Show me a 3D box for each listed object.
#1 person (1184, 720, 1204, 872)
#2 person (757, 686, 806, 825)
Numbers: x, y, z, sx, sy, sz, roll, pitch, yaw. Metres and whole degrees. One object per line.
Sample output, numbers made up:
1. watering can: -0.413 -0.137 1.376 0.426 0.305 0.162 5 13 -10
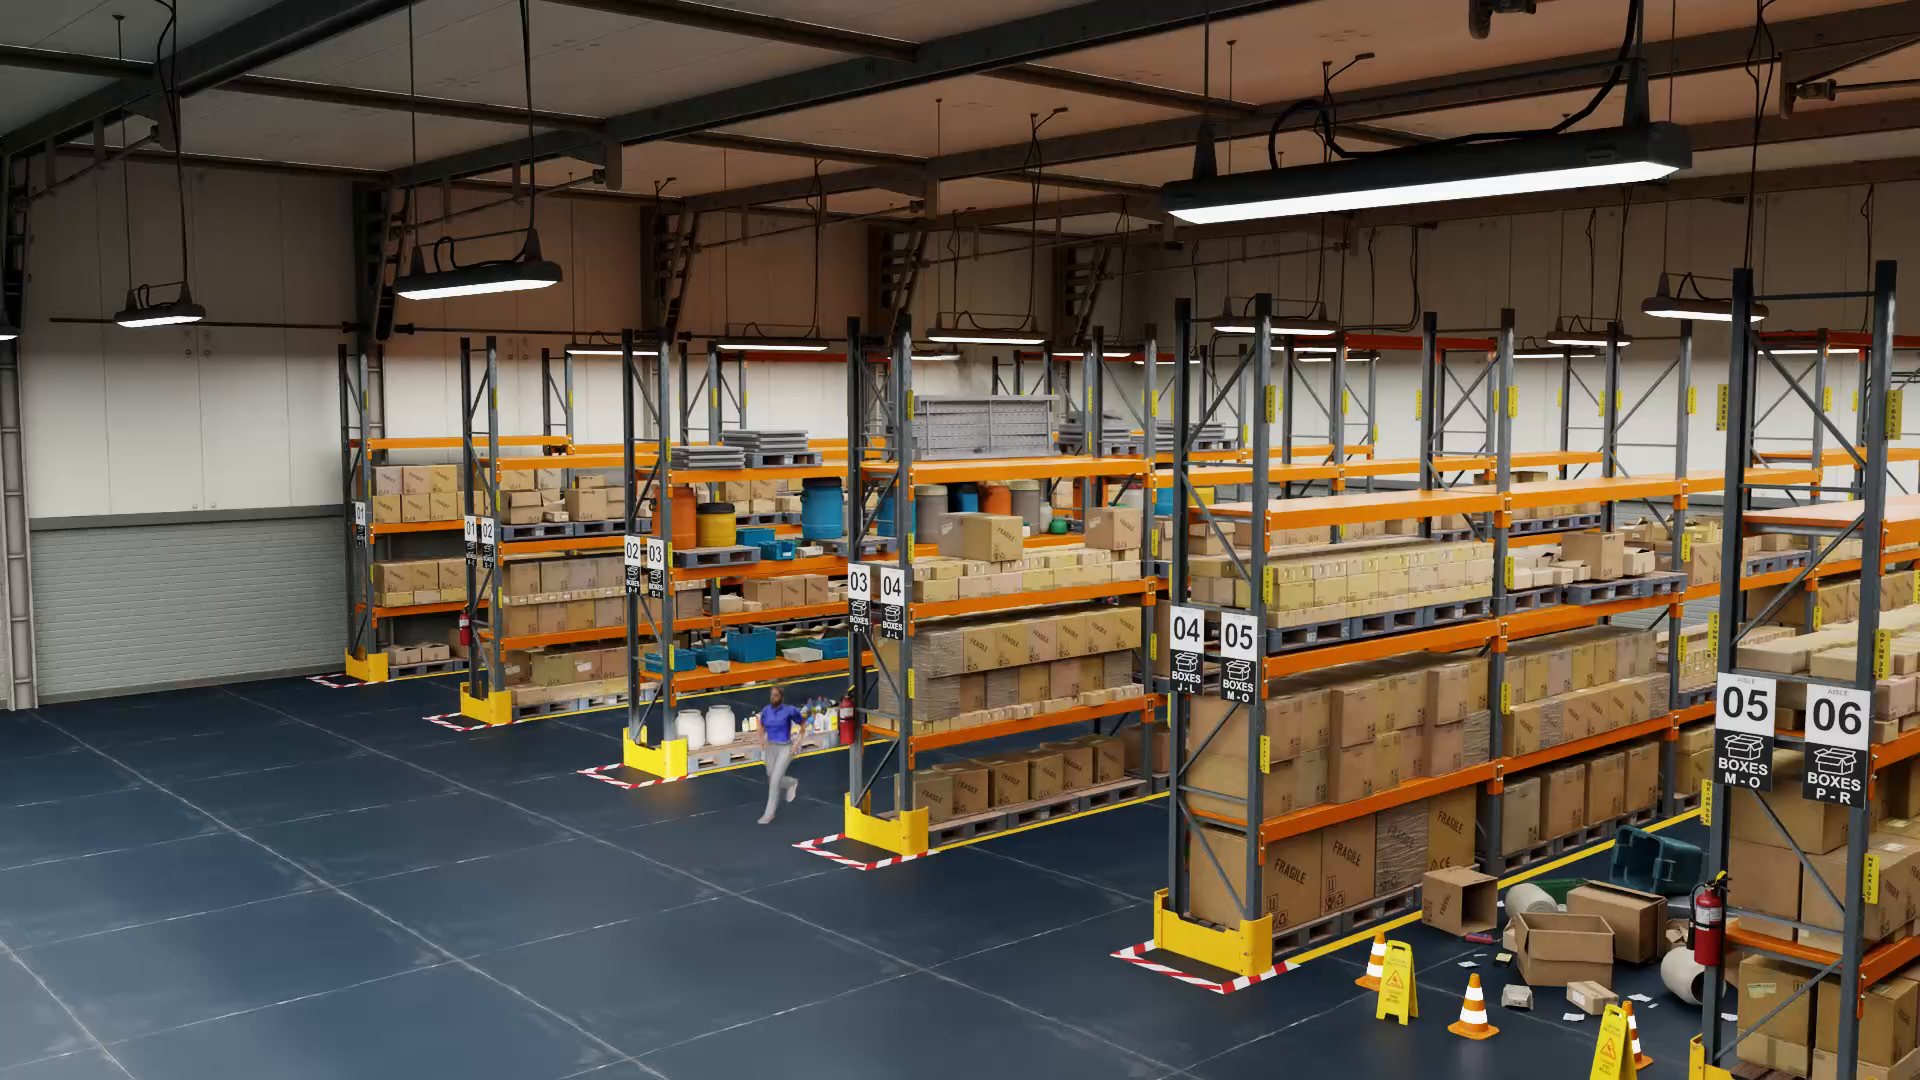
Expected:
1. person: 2.521 2.695 17.641 0.648 1.736 0.700 4 6 38
2. person: -2.162 2.562 20.161 0.602 1.644 0.857 2 6 23
